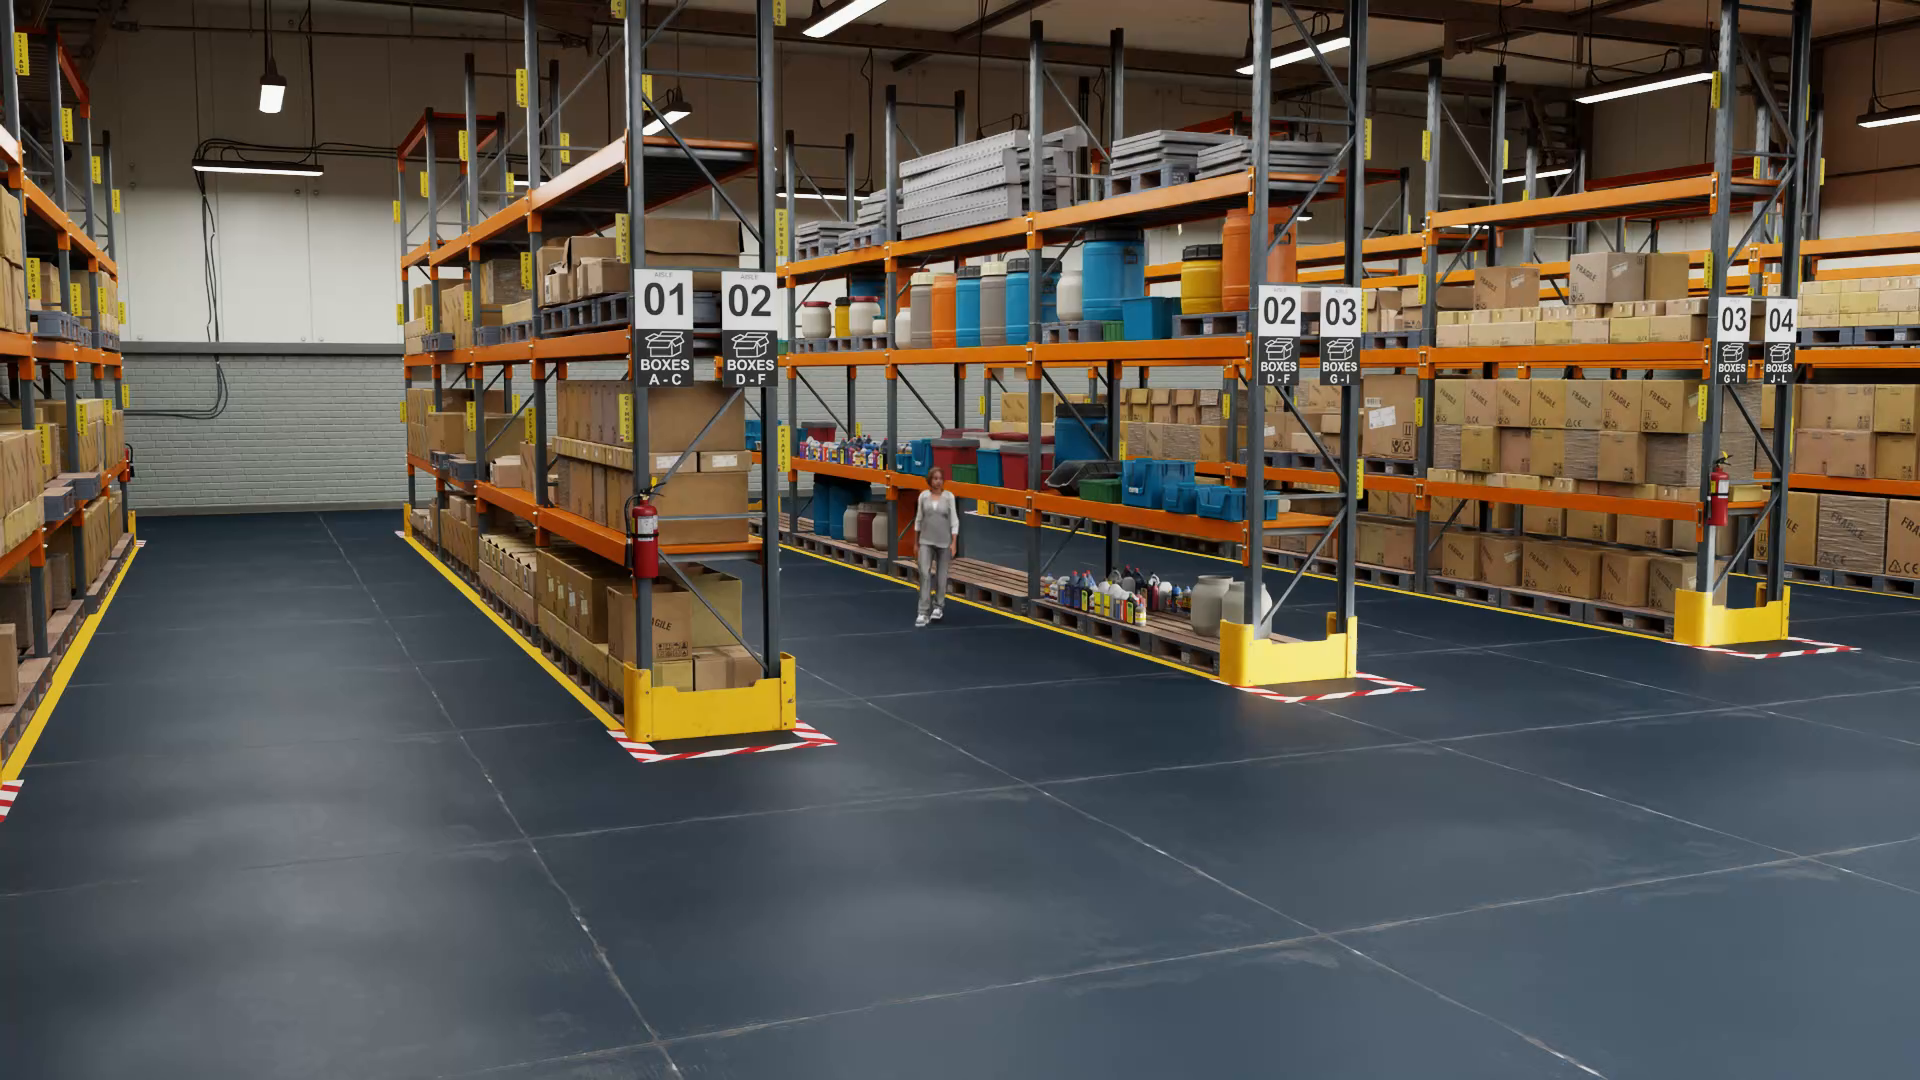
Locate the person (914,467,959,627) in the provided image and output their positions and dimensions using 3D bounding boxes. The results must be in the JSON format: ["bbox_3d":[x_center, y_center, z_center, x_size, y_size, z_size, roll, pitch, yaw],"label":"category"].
[{"bbox_3d":[-0.242,0.052,16.528,0.462,1.556,0.882,0,6,2],"label":"person"}]
